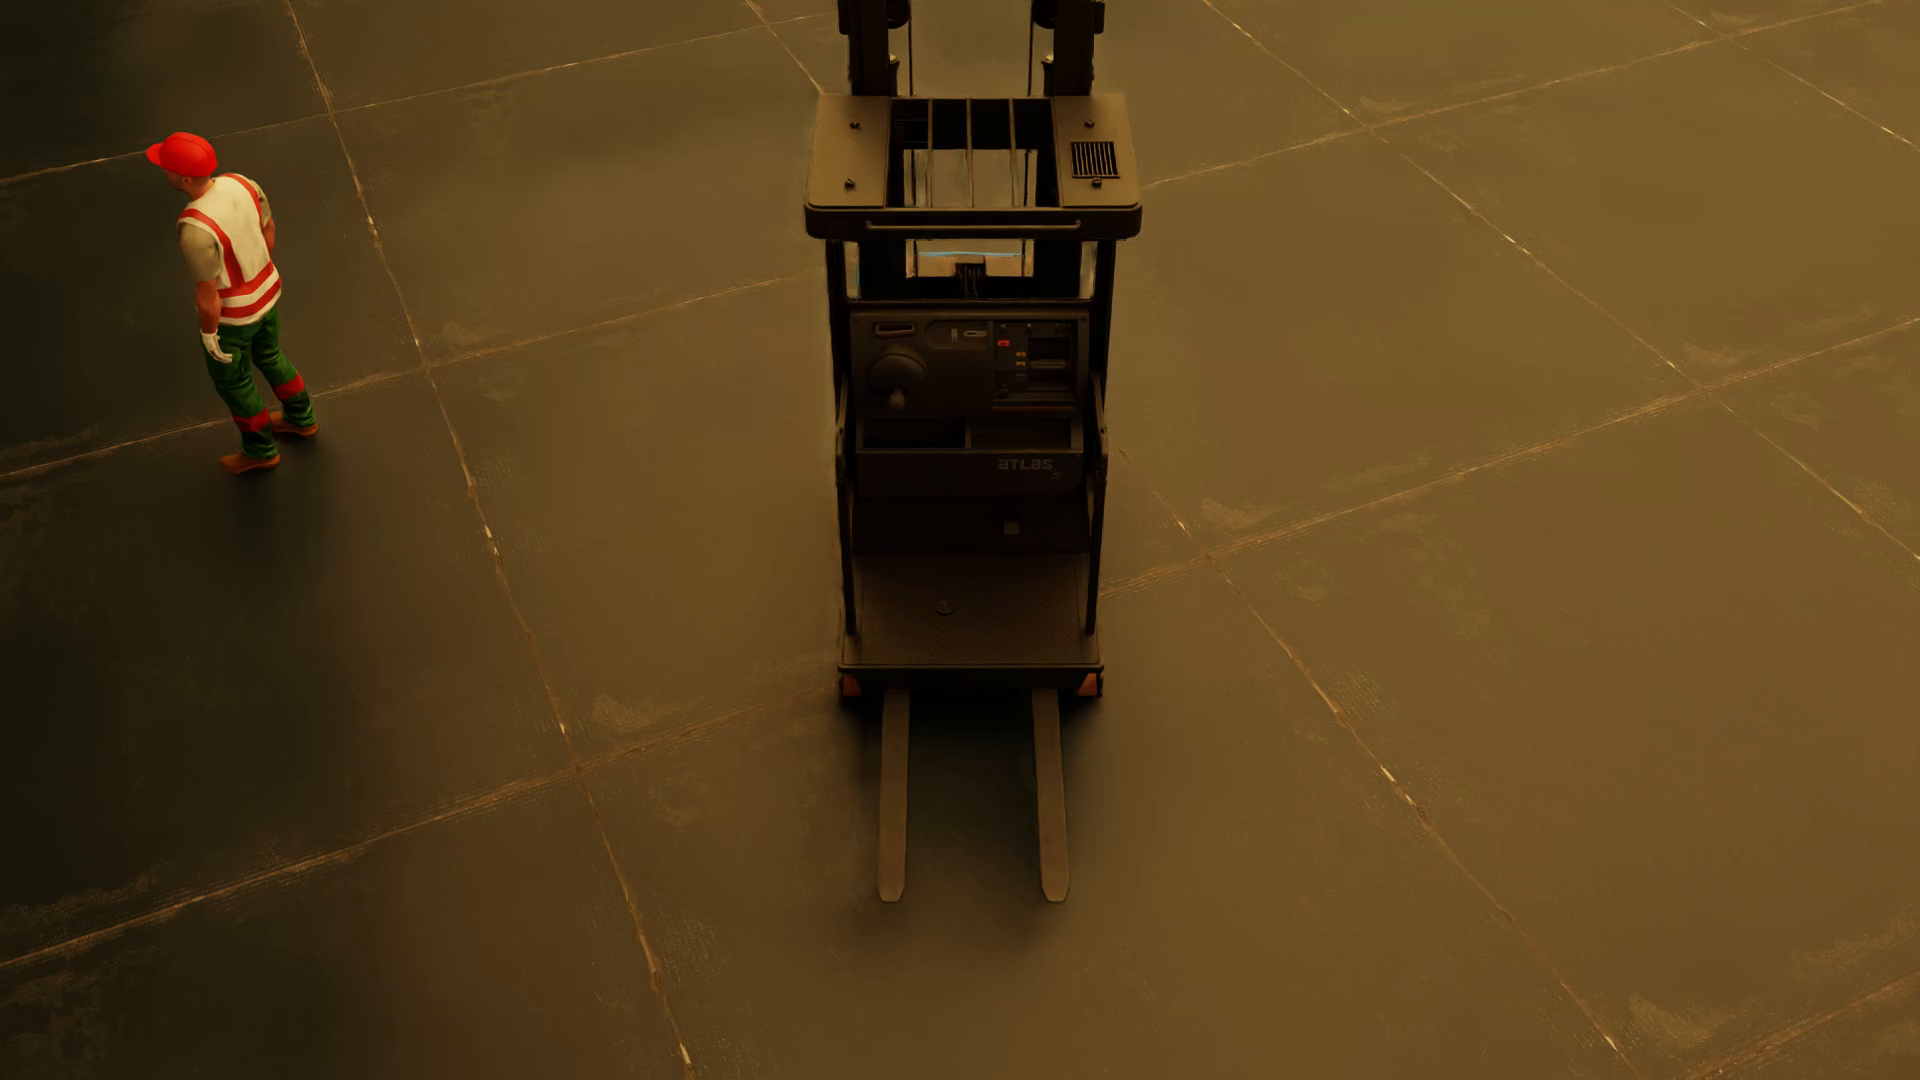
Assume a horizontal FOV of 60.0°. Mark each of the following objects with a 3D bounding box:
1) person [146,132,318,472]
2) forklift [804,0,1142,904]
[{"bbox_3d":[-3.388,-1.103,7.714,0.488,1.806,0.632,9,44,10],"label":"person"},{"bbox_3d":[0.041,-0.617,6.341,1.130,2.935,3.031,0,43,0],"label":"forklift"}]
